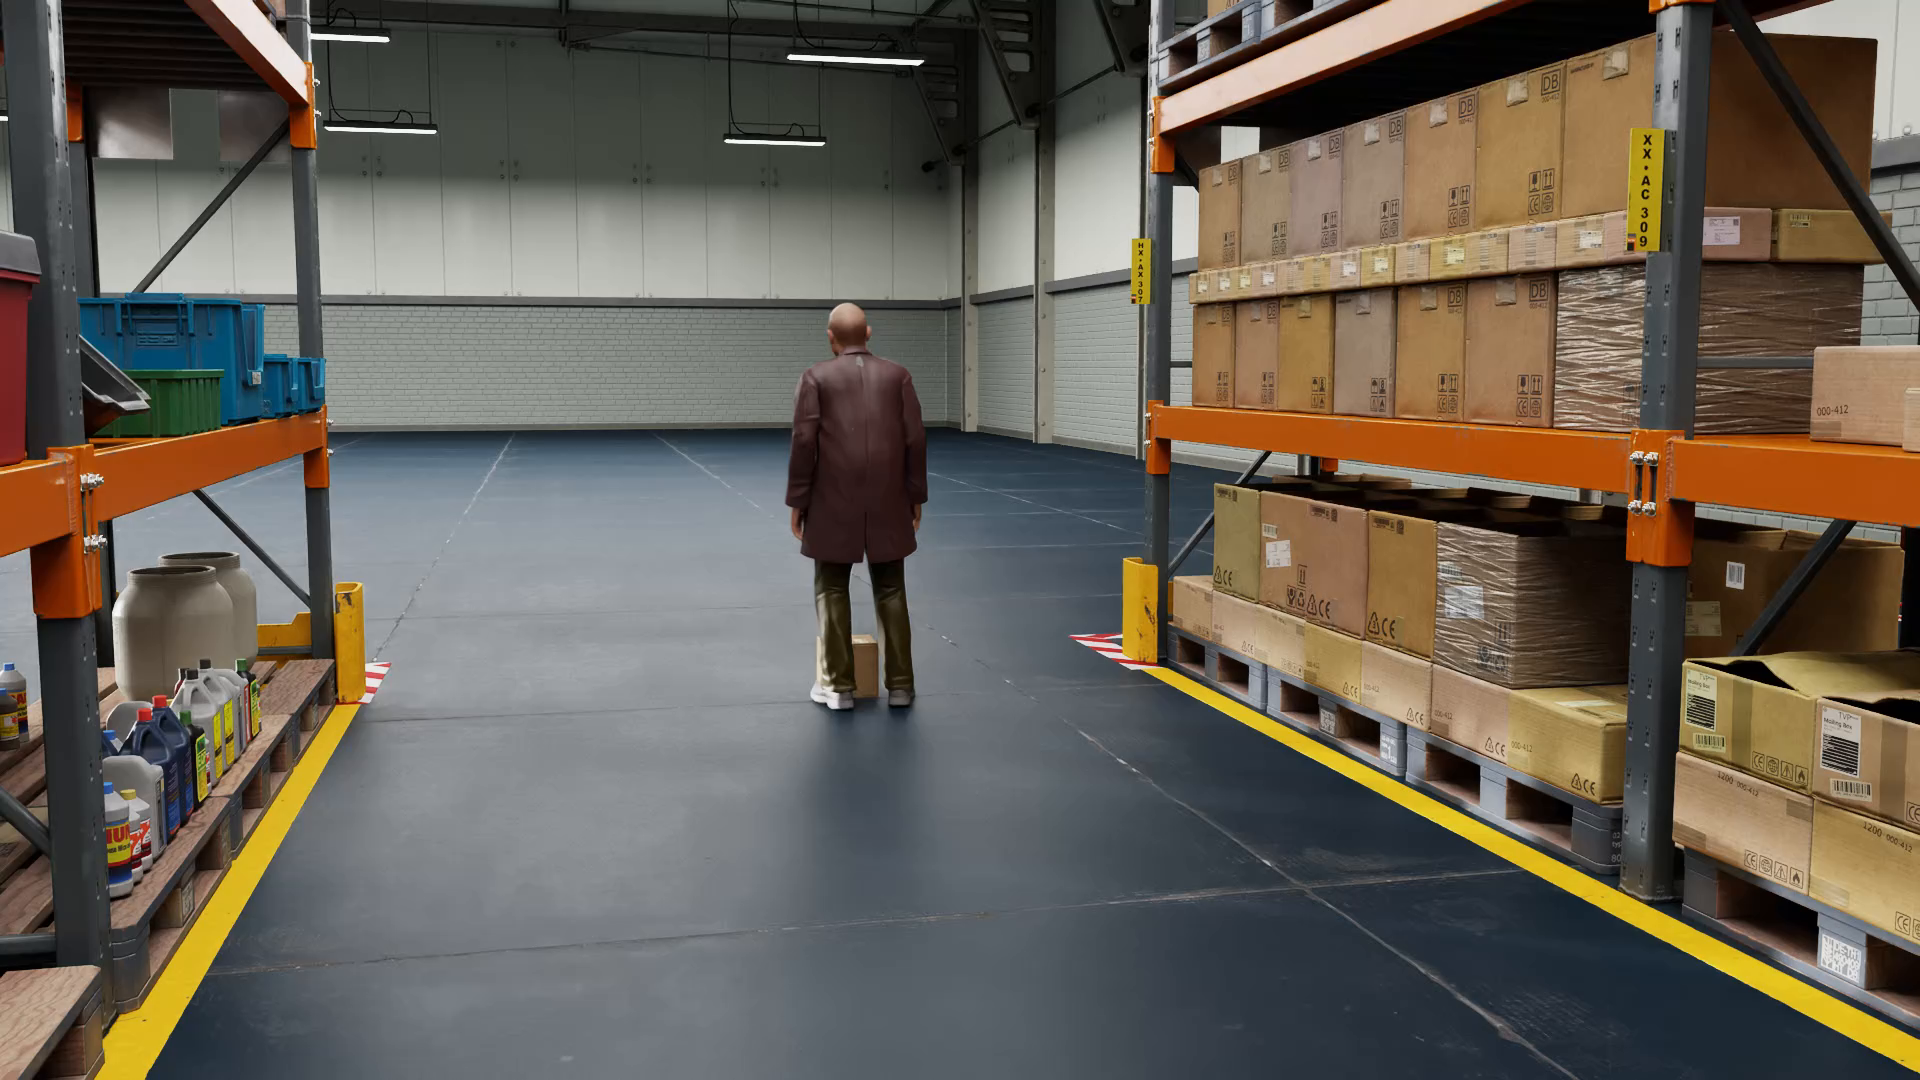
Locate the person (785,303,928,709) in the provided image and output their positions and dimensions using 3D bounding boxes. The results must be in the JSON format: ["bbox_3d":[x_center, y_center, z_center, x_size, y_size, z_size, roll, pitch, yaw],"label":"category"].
[{"bbox_3d":[-0.455,-0.151,7.331,0.644,1.772,0.429,-2,6,-17],"label":"person"}]
